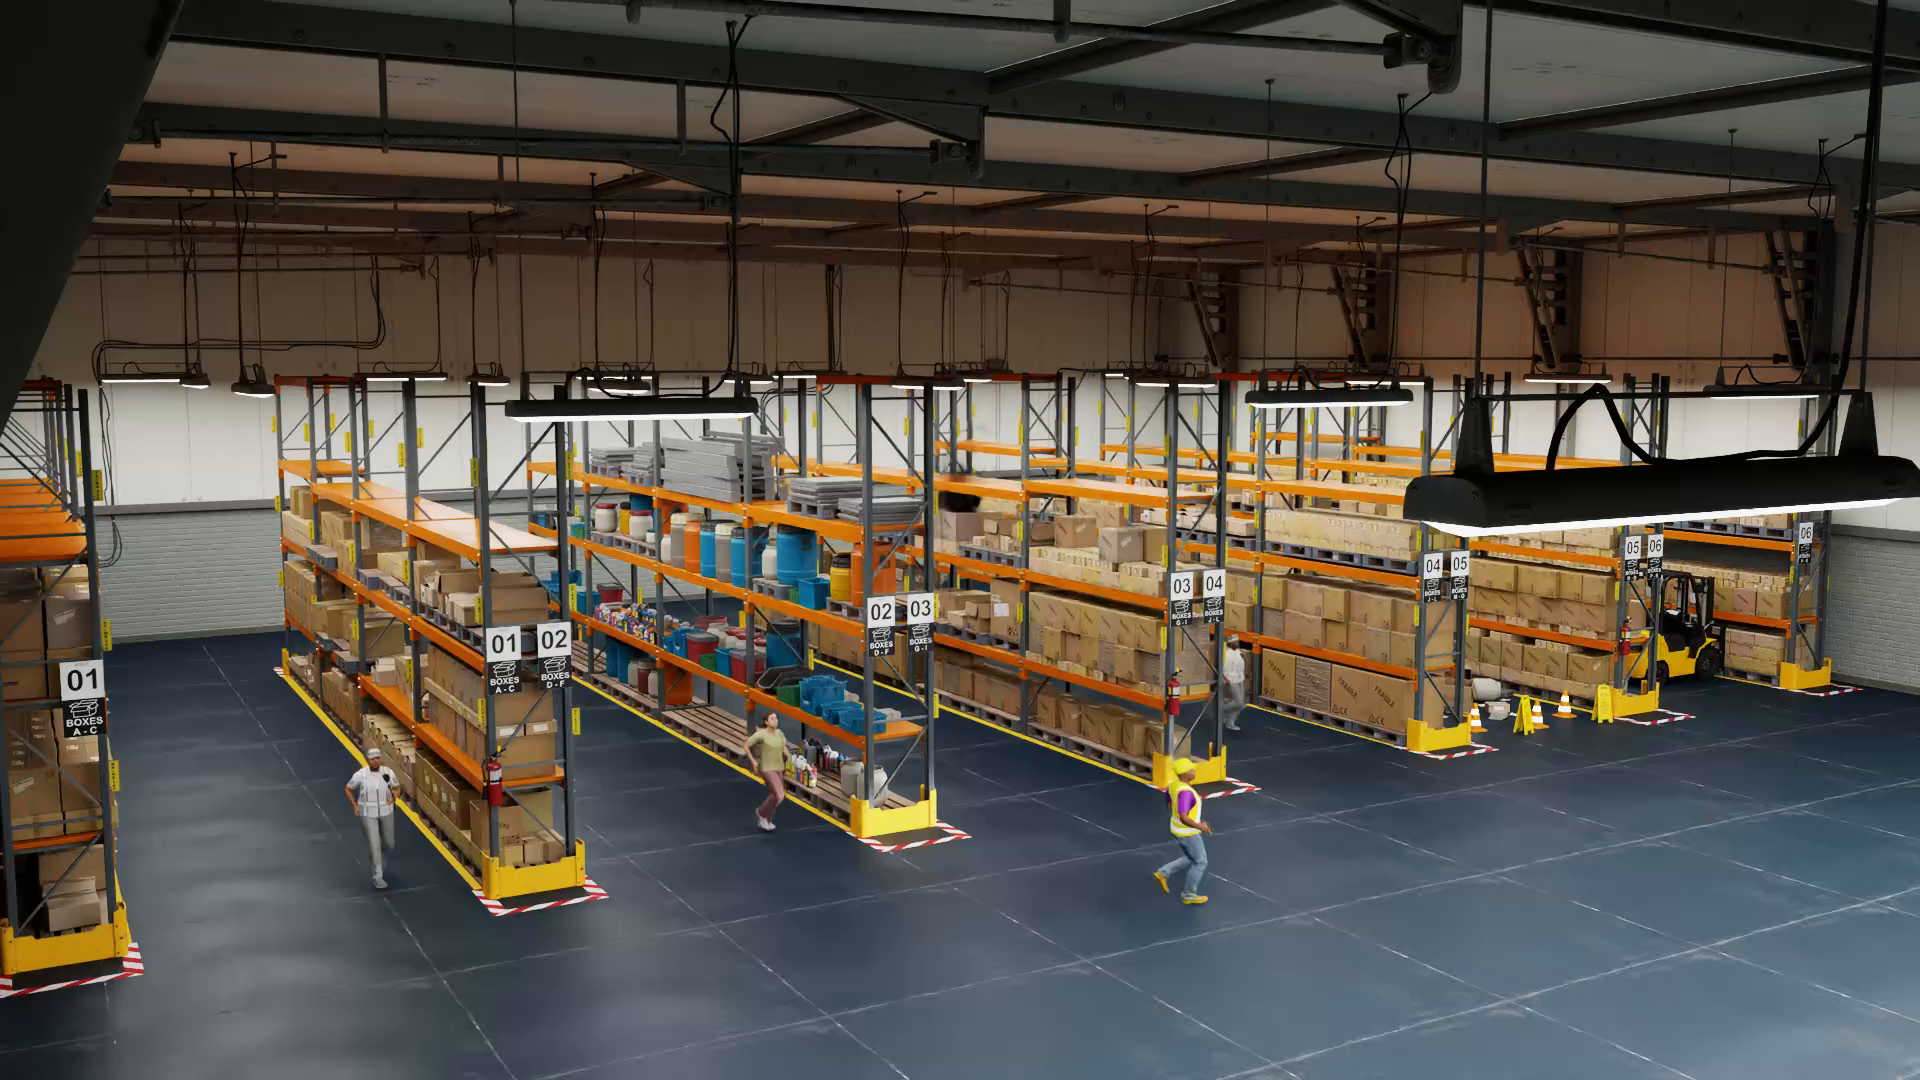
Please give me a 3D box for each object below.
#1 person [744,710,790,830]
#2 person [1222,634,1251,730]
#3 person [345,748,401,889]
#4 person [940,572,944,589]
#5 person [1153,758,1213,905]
[{"bbox_3d":[-2.502,3.081,22.187,0.596,1.631,0.561,5,8,41],"label":"person"},{"bbox_3d":[4.658,2.408,28.222,0.560,1.651,0.574,6,9,43],"label":"person"},{"bbox_3d":[-7.072,3.318,20.101,0.626,1.628,0.856,-4,7,-33],"label":"person"},{"bbox_3d":[-0.569,0.994,42.231,0.893,1.456,0.608,0,6,2],"label":"person"},{"bbox_3d":[2.580,3.372,19.263,0.625,1.719,0.700,-1,6,-8],"label":"person"}]
